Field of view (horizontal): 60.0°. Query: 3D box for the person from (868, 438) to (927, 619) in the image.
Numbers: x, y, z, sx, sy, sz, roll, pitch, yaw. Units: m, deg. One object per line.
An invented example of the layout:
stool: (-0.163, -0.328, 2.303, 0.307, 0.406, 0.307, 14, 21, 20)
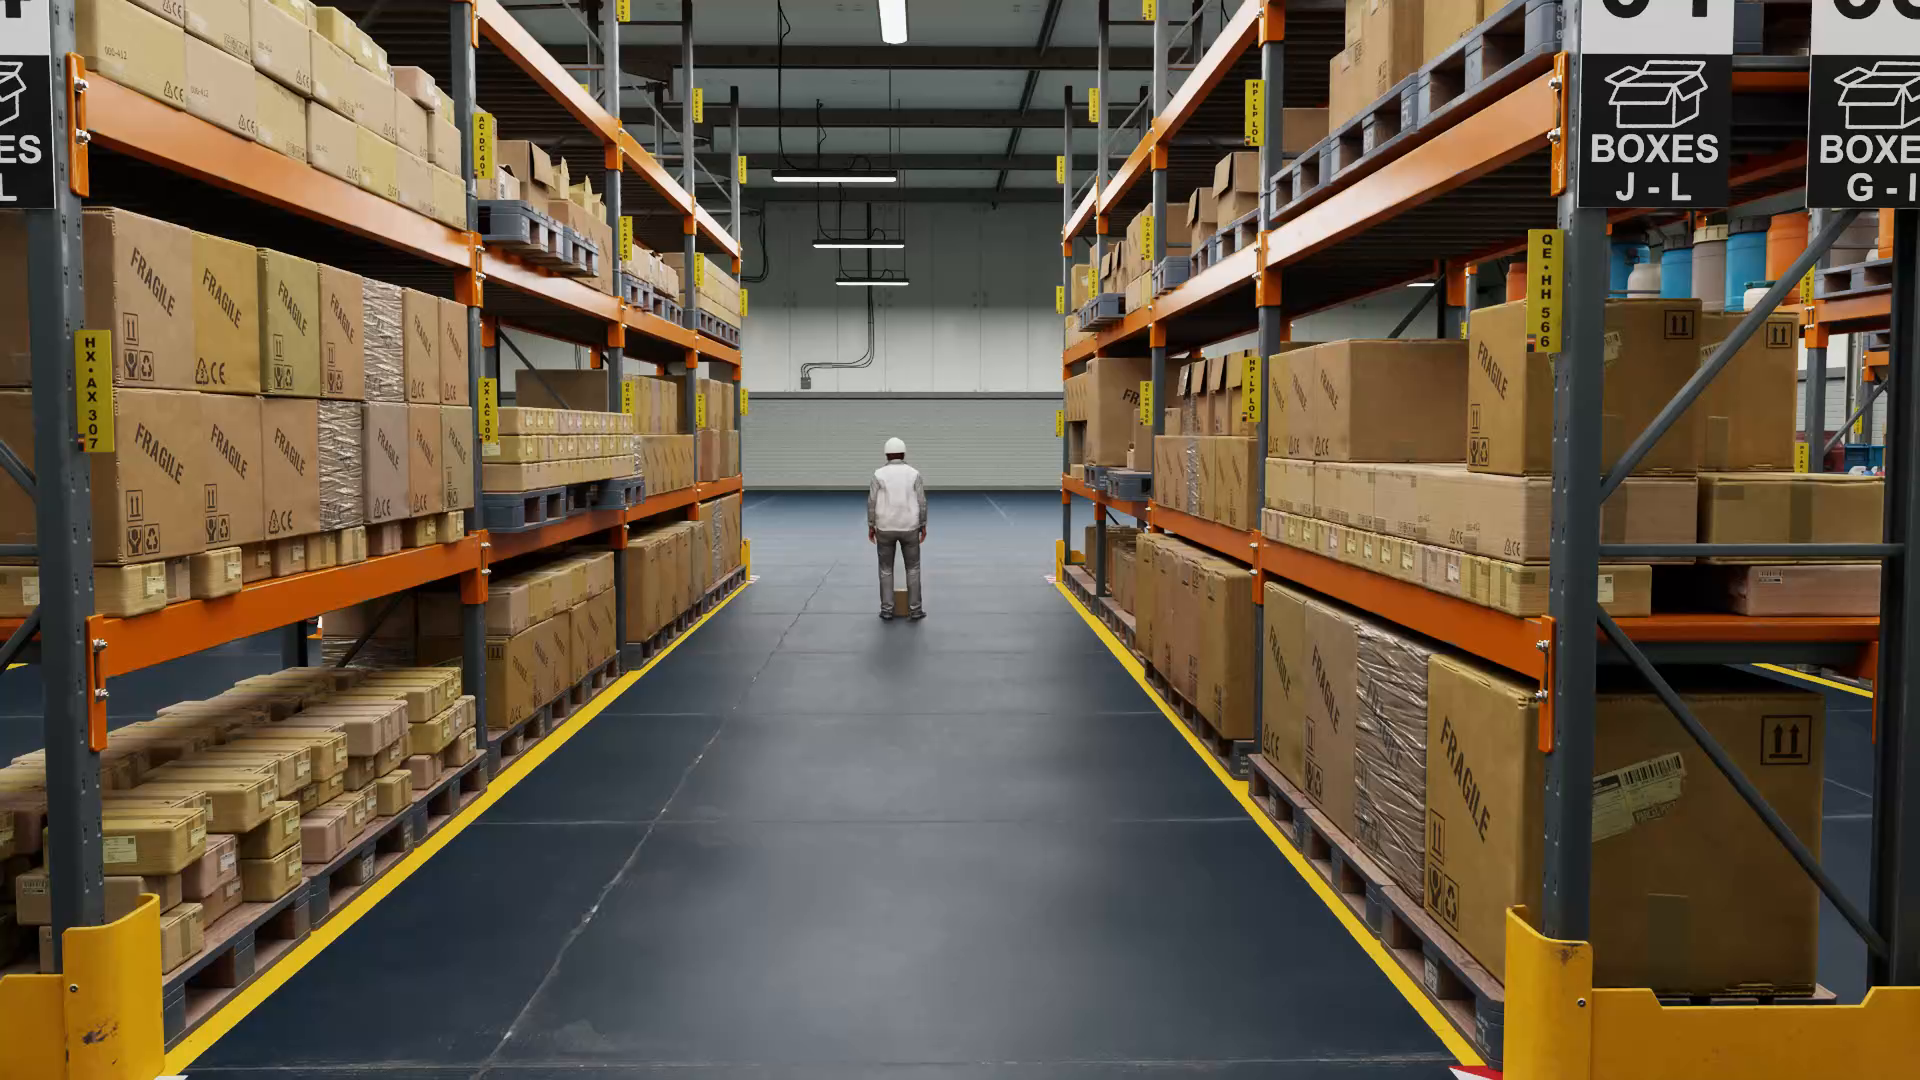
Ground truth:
person: (-0.616, -0.119, 16.376, 0.588, 1.769, 0.463, 0, 4, -3)
